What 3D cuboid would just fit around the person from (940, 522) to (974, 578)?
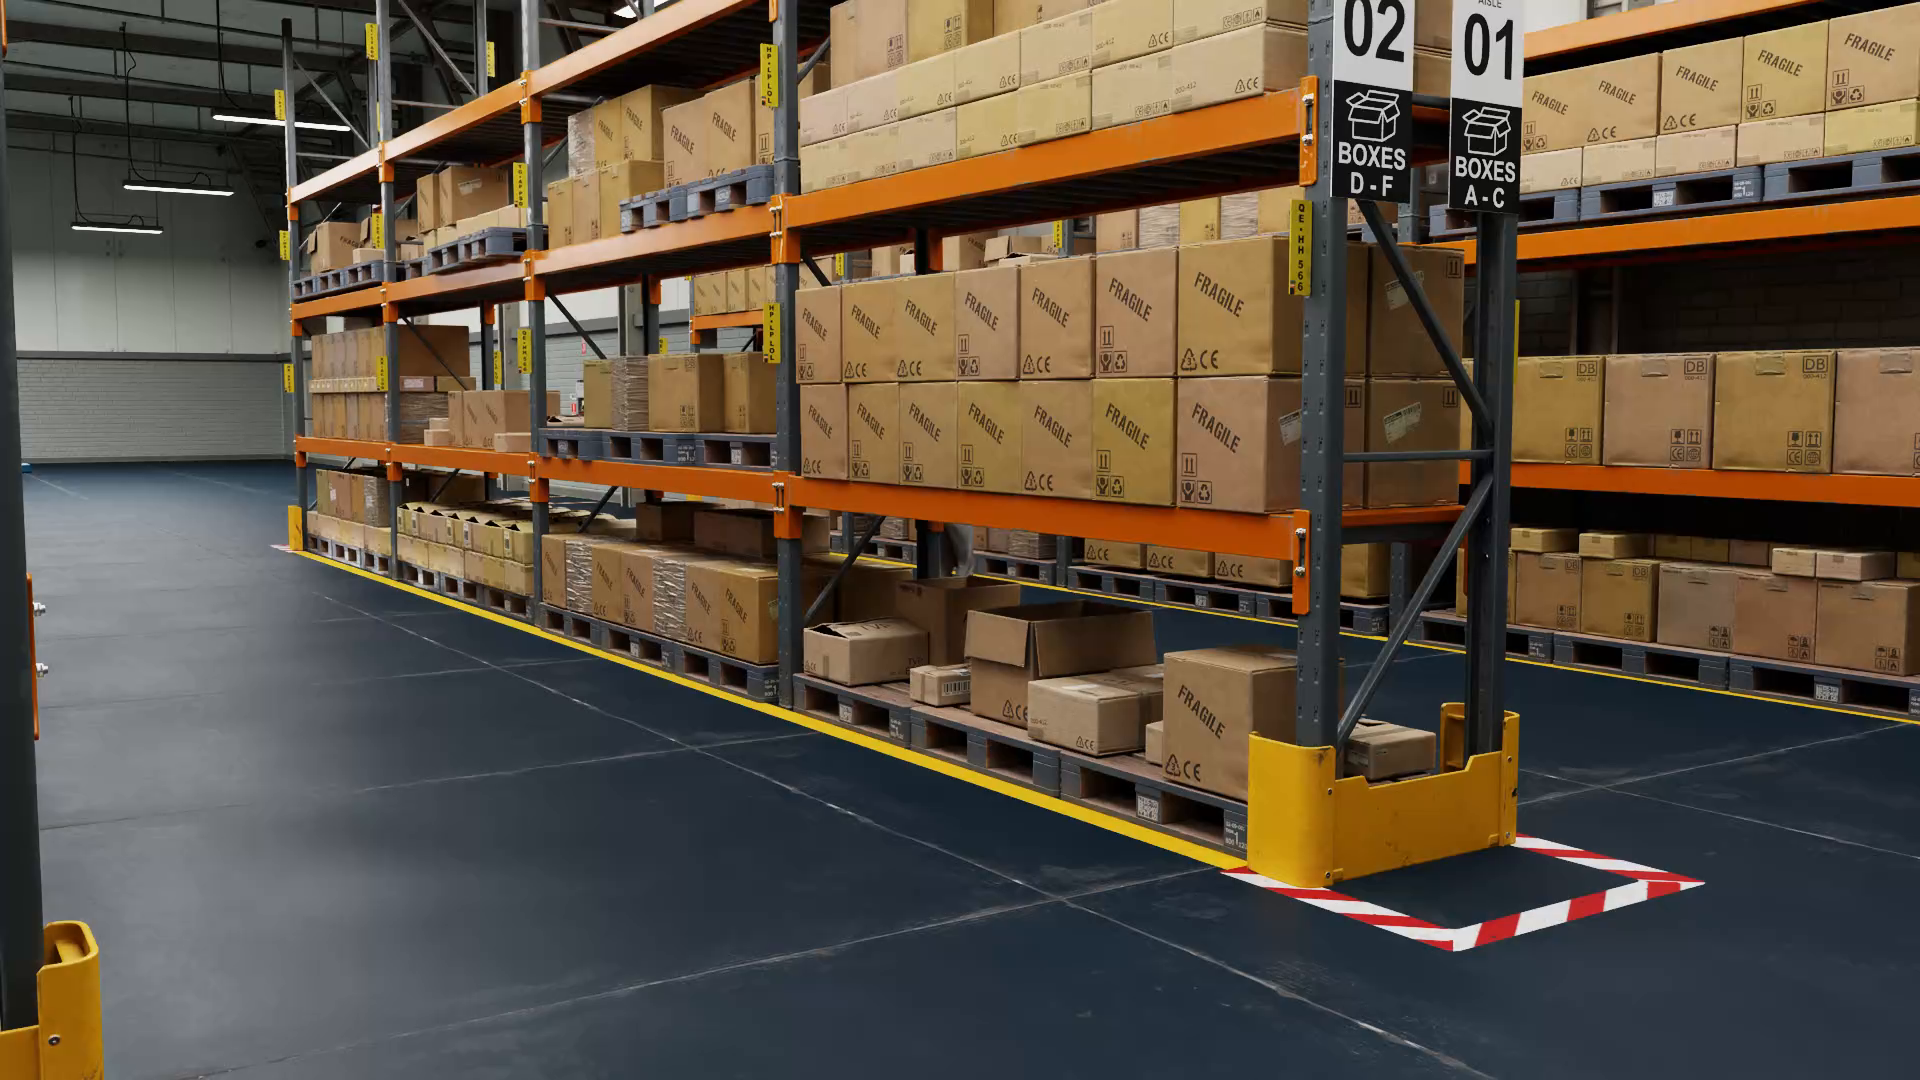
[{"bbox_3d":[-0.007,-0.194,12.718,0.550,1.690,0.469,-3,6,-34],"label":"person"}]
